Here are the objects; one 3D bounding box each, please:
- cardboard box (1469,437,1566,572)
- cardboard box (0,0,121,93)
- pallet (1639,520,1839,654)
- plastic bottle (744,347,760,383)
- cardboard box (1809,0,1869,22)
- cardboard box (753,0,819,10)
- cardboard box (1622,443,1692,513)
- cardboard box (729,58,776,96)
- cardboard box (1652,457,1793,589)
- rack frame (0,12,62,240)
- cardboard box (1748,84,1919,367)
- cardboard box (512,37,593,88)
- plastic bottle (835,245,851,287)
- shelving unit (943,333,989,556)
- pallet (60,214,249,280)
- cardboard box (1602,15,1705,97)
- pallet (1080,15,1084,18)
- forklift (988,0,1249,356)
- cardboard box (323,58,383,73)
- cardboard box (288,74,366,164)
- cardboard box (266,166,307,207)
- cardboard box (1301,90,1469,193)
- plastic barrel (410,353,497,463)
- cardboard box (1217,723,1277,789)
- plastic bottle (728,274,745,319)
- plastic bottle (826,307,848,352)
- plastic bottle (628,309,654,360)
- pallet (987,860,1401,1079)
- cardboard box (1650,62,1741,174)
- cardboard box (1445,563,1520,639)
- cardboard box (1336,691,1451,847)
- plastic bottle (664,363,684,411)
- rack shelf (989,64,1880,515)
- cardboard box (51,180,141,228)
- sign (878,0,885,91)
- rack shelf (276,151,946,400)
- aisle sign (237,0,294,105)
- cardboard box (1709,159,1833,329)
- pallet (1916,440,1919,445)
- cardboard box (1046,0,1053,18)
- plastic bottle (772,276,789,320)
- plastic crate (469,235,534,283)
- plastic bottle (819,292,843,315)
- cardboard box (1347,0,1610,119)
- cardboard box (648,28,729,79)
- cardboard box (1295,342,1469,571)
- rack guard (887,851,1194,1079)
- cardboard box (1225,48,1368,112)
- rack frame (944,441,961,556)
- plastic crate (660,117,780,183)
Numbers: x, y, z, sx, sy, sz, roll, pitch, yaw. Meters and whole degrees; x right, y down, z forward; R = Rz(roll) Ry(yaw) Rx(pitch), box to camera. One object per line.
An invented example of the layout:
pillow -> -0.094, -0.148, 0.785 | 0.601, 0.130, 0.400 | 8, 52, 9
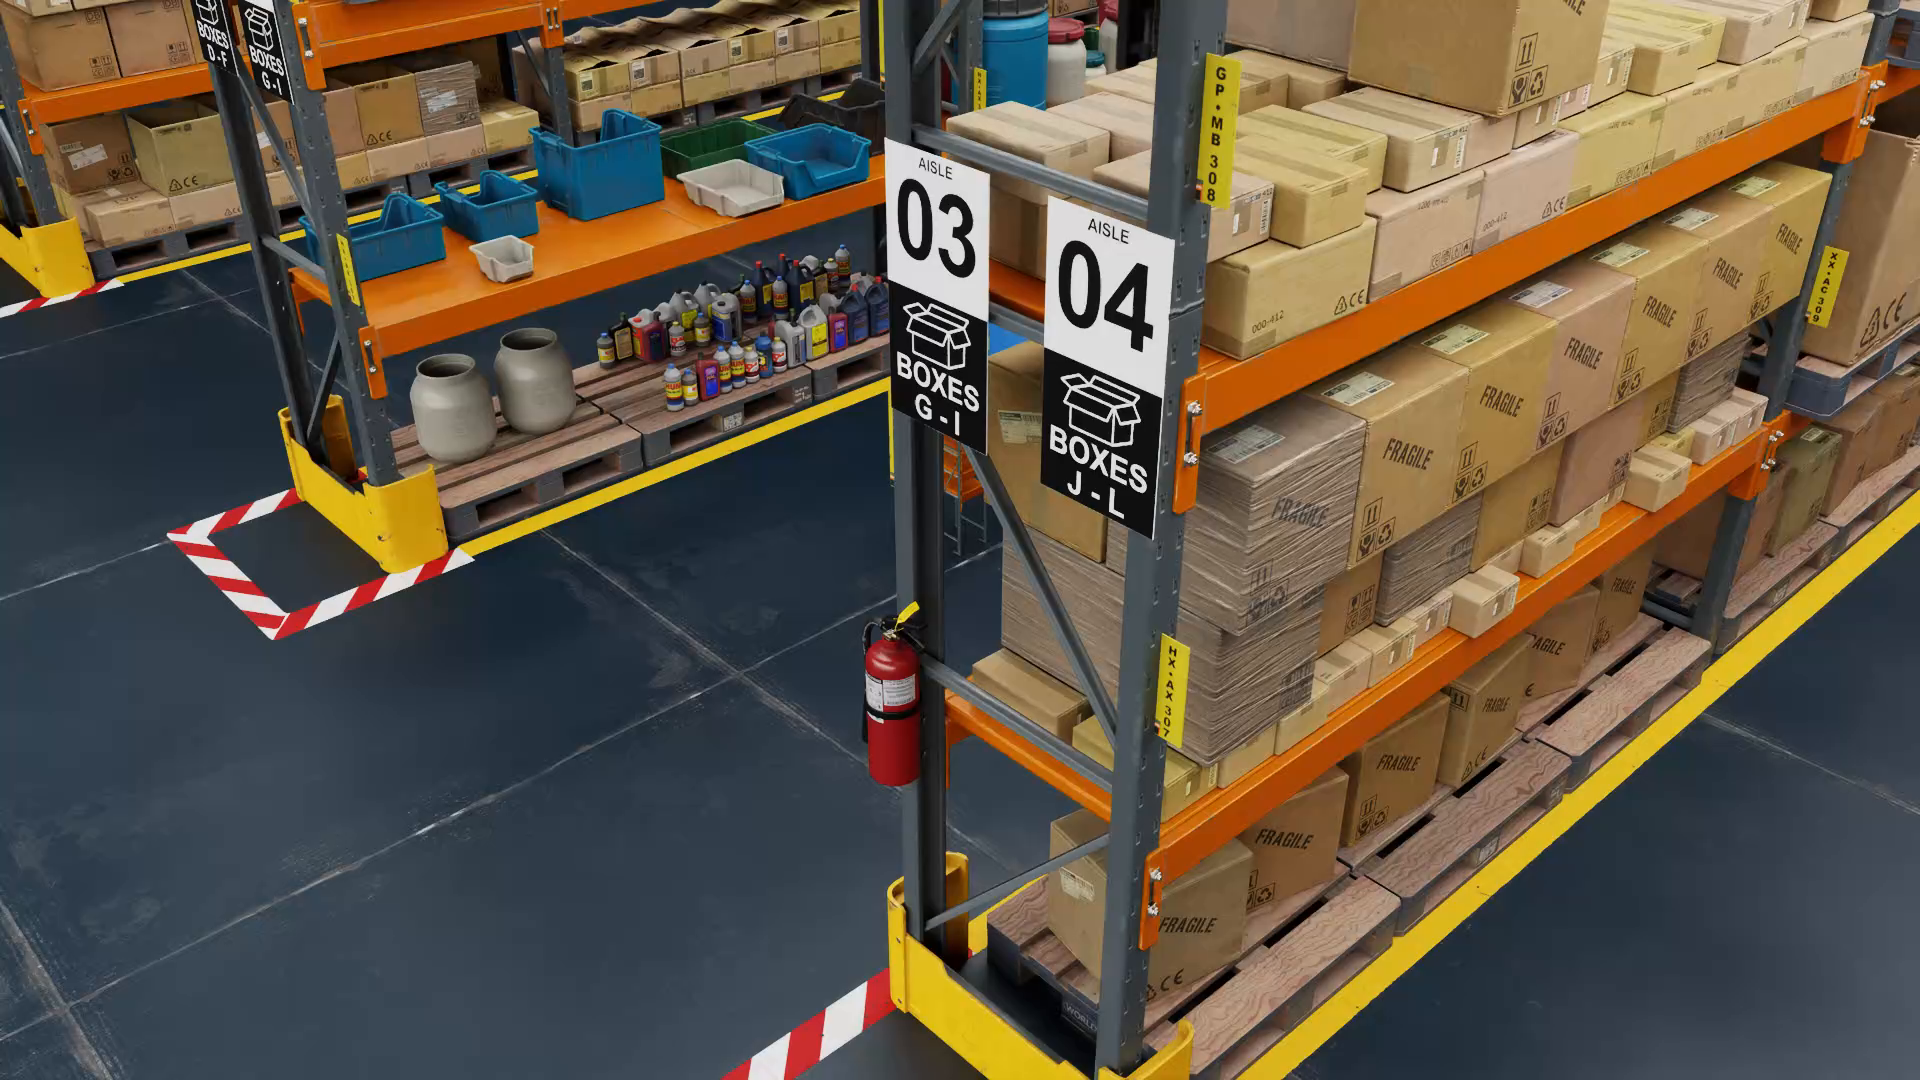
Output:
cardboard box -> 1.665, -0.350, 6.066 | 0.500, 0.500, 0.875 | -26, 40, -35
cardboard box -> -6.194, -3.433, 11.393 | 0.500, 0.500, 0.700 | -26, 40, -35
pallet -> 3.691, 0.055, 8.457 | 1.213, 0.211, 1.003 | -26, 40, -35
plastic bottle -> -1.241, -1.044, 9.842 | 0.097, 0.201, 0.097 | 0, 31, 0
cardboard box -> 3.079, -2.018, 6.061 | 0.250, 0.149, 0.380 | -24, 39, -34
cardboard box -> -1.642, -5.050, 15.829 | 0.500, 0.311, 0.500 | -27, 40, -37
cardboard box -> 2.642, -0.280, 6.573 | 0.250, 0.149, 0.380 | -26, 40, -35
cardboard box -> -2.020, -4.249, 15.056 | 0.500, 0.250, 0.500 | -25, 39, -35
cardboard box -> 3.586, -0.189, 8.157 | 0.700, 0.500, 0.500 | 26, 40, 35
rack frame -> -6.545, -3.230, 11.157 | 0.127, 3.000, 1.000 | -26, 40, -35
cardboard box -> 3.799, -1.521, 7.385 | 1.000, 1.000, 1.000 | -26, 40, -35
cardboard box -> -3.510, -4.147, 14.353 | 0.500, 0.311, 0.500 | -26, 40, -35
plastic bottle -> -0.778, -1.831, 11.062 | 0.097, 0.271, 0.097 | 0, 31, 0
shelving unit -> -0.011, -0.507, 8.429 | 0.189, 1.200, 0.258 | -26, 40, -35
pallet -> -6.013, -2.327, 12.354 | 1.213, 0.211, 1.003 | -26, 40, -35
cardboard box -> 2.116, -1.548, 5.293 | 0.250, 0.149, 0.380 | -24, 39, -33
pallet -> 1.684, -5.994, 18.349 | 1.213, 0.211, 1.003 | -26, 40, -35
forklift -> 1.606, -1.826, 8.927 | 3.031, 2.935, 1.130 | -20, 37, -29
cardboard box -> -4.898, -3.575, 13.236 | 0.500, 0.500, 0.500 | -26, 40, -35
cardboard box -> -4.899, -3.192, 12.609 | 0.500, 0.500, 0.500 | -26, 40, -35
cardboard box -> -5.269, -2.697, 12.518 | 0.500, 0.250, 0.500 | -26, 40, -35
cardboard box -> 1.152, -1.095, 4.552 | 0.250, 0.149, 0.380 | -24, 39, -34
plastic barrel -> -2.749, -0.714, 9.025 | 0.421, 0.512, 0.421 | 0, 31, 0
cardboard box -> 0.755, 0.577, 5.172 | 0.250, 0.149, 0.380 | -26, 40, -35
plastic bottle -> -1.409, -1.544, 10.582 | 0.133, 0.283, 0.061 | -24, 39, -33
plastic bottle -> -0.755, -1.301, 10.184 | 0.133, 0.283, 0.061 | -23, 38, -32
plastic bottle -> -1.928, -1.257, 10.120 | 0.135, 0.276, 0.152 | -25, 40, -35
pallet -> 0.863, 1.449, 6.178 | 1.213, 0.211, 1.003 | -26, 40, -35
cardboard box -> 2.204, -1.448, 5.511 | 0.500, 0.250, 0.500 | -26, 40, -36
cardboard box -> 1.725, 0.163, 5.848 | 0.250, 0.149, 0.380 | -26, 40, -35
cardboard box -> 1.544, 0.793, 6.571 | 0.500, 0.500, 0.500 | -22, 38, -31
plastic bottle -> -1.639, -0.881, 9.509 | 0.097, 0.271, 0.097 | 0, 31, 0
rack shelf -> 1.654, -1.121, 5.522 | 4.000, 0.370, 1.077 | -26, 40, -35
cardboard box -> -6.353, -2.539, 12.260 | 0.500, 0.250, 0.500 | -26, 40, -35
sign -> -0.175, -1.316, 4.302 | 0.005, 0.325, 0.100 | -26, 40, -35
rack shelf -> -1.713, -1.736, 9.403 | 4.000, 0.370, 1.077 | -26, 40, -35
aisle sign -> -3.033, -2.305, 7.152 | 0.004, 0.787, 0.394 | -26, 40, -35
cardboard box -> 2.978, -1.189, 6.480 | 0.500, 0.500, 0.500 | -26, 40, -35
pallet -> 5.480, -0.810, 9.873 | 1.213, 0.211, 1.003 | -26, 40, -35
cardboard box -> 0.601, -5.605, 17.015 | 0.500, 0.500, 0.500 | -26, 40, -36
plastic bottle -> -1.145, -1.551, 10.605 | 0.097, 0.271, 0.097 | 0, 31, 0
plastic crate -> -2.305, -1.415, 8.442 | 0.250, 0.136, 0.298 | -26, 40, -35
plastic bottle -> -0.783, -1.419, 10.385 | 0.135, 0.276, 0.152 | -26, 40, -35
cardboard box -> 1.460, -1.525, 4.633 | 0.500, 0.500, 0.500 | -26, 40, -36
cardboard box -> -2.390, -4.305, 14.610 | 0.500, 0.311, 0.500 | -27, 41, -37
cardboard box -> 1.148, -0.301, 5.027 | 0.500, 0.500, 0.500 | -26, 40, -35
rack guard -> 0.243, 1.601, 5.653 | 0.348, 0.500, 1.175 | -26, 40, -35
cardboard box -> 1.010, -1.367, 4.997 | 0.250, 0.149, 0.380 | -25, 40, -35
rack frame -> -0.078, -0.474, 8.376 | 0.006, 1.200, 0.240 | -26, 40, -35
plastic crate -> -1.434, -2.288, 9.820 | 0.662, 0.188, 0.450 | -26, 40, -35
